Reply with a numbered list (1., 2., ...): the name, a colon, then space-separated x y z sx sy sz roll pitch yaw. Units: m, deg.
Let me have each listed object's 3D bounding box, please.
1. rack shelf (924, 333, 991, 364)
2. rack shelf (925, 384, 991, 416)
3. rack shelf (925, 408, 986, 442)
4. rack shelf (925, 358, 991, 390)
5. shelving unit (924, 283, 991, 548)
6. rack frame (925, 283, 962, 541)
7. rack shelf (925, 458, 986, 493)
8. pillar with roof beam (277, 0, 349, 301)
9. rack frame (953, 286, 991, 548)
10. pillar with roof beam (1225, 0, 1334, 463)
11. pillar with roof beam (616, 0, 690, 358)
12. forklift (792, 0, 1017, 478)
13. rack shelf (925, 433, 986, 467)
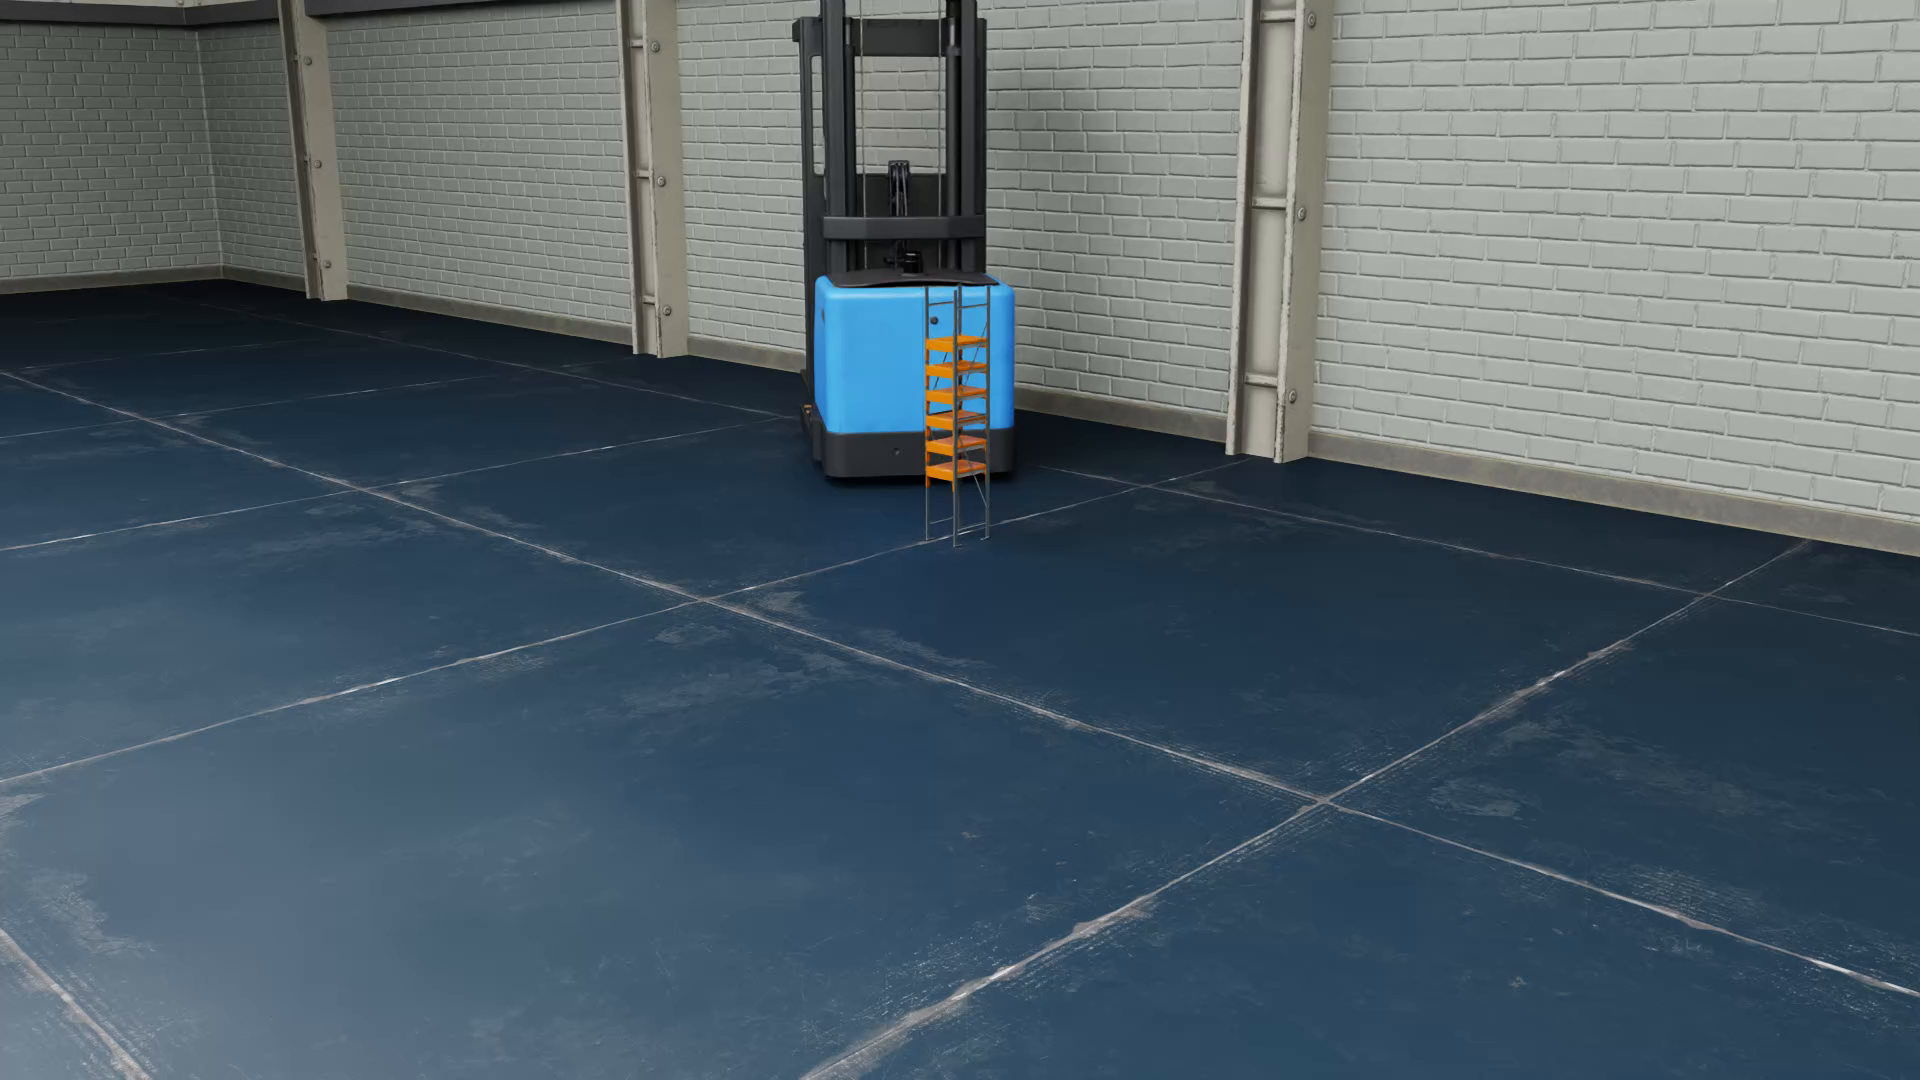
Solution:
1. rack shelf: -0.010 -0.889 7.711 0.180 0.103 0.258 14 20 42
2. rack shelf: -0.010 -0.656 7.771 0.180 0.103 0.258 14 20 42
3. rack shelf: -0.010 -0.540 7.802 0.180 0.103 0.258 14 20 42
4. rack shelf: -0.010 -0.772 7.741 0.180 0.103 0.258 14 20 42
5. shelving unit: -0.010 -0.583 7.791 0.189 1.200 0.258 14 20 42
6. rack frame: -0.076 -0.599 7.852 0.006 1.200 0.240 14 20 42
7. rack shelf: -0.010 -0.308 7.862 0.180 0.103 0.258 14 20 42
8. pillar with roof beam: -9.800 -6.180 13.803 0.400 9.000 9.100 14 20 42
9. rack frame: 0.055 -0.567 7.729 0.006 1.200 0.240 14 20 42
10. pillar with roof beam: -1.162 -4.080 5.743 0.400 9.000 9.100 14 20 42
11. pillar with roof beam: -5.481 -5.130 9.773 0.400 9.000 9.100 14 20 42
12. forklift: -0.424 -2.077 10.091 1.130 2.935 3.031 -2 15 -9
13. rack shelf: -0.010 -0.424 7.832 0.180 0.103 0.258 14 20 42
